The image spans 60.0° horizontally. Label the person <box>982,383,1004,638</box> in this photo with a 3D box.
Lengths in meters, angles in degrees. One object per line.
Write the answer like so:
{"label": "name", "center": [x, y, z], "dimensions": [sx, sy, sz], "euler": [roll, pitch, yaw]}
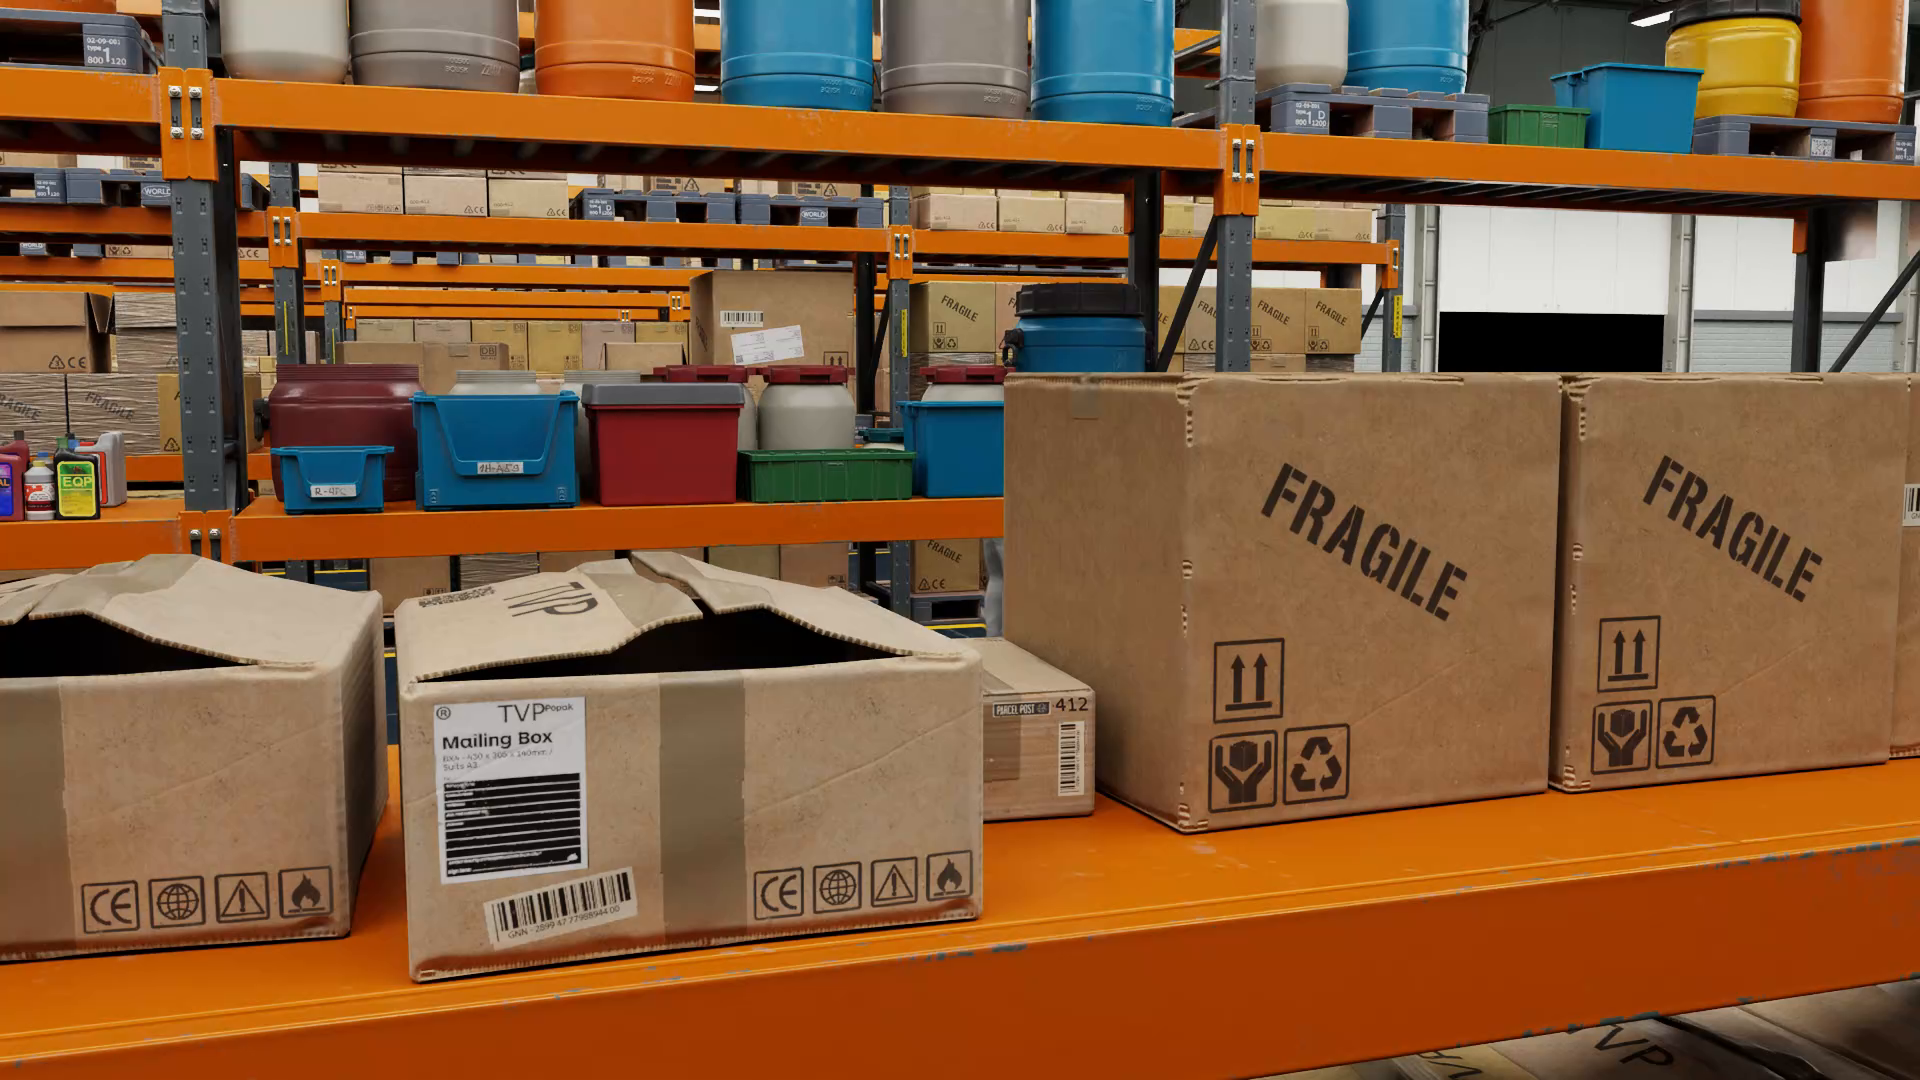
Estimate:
{"label": "person", "center": [0.349, -0.137, 10.477], "dimensions": [0.538, 1.786, 0.538], "euler": [-2, 6, -19]}
